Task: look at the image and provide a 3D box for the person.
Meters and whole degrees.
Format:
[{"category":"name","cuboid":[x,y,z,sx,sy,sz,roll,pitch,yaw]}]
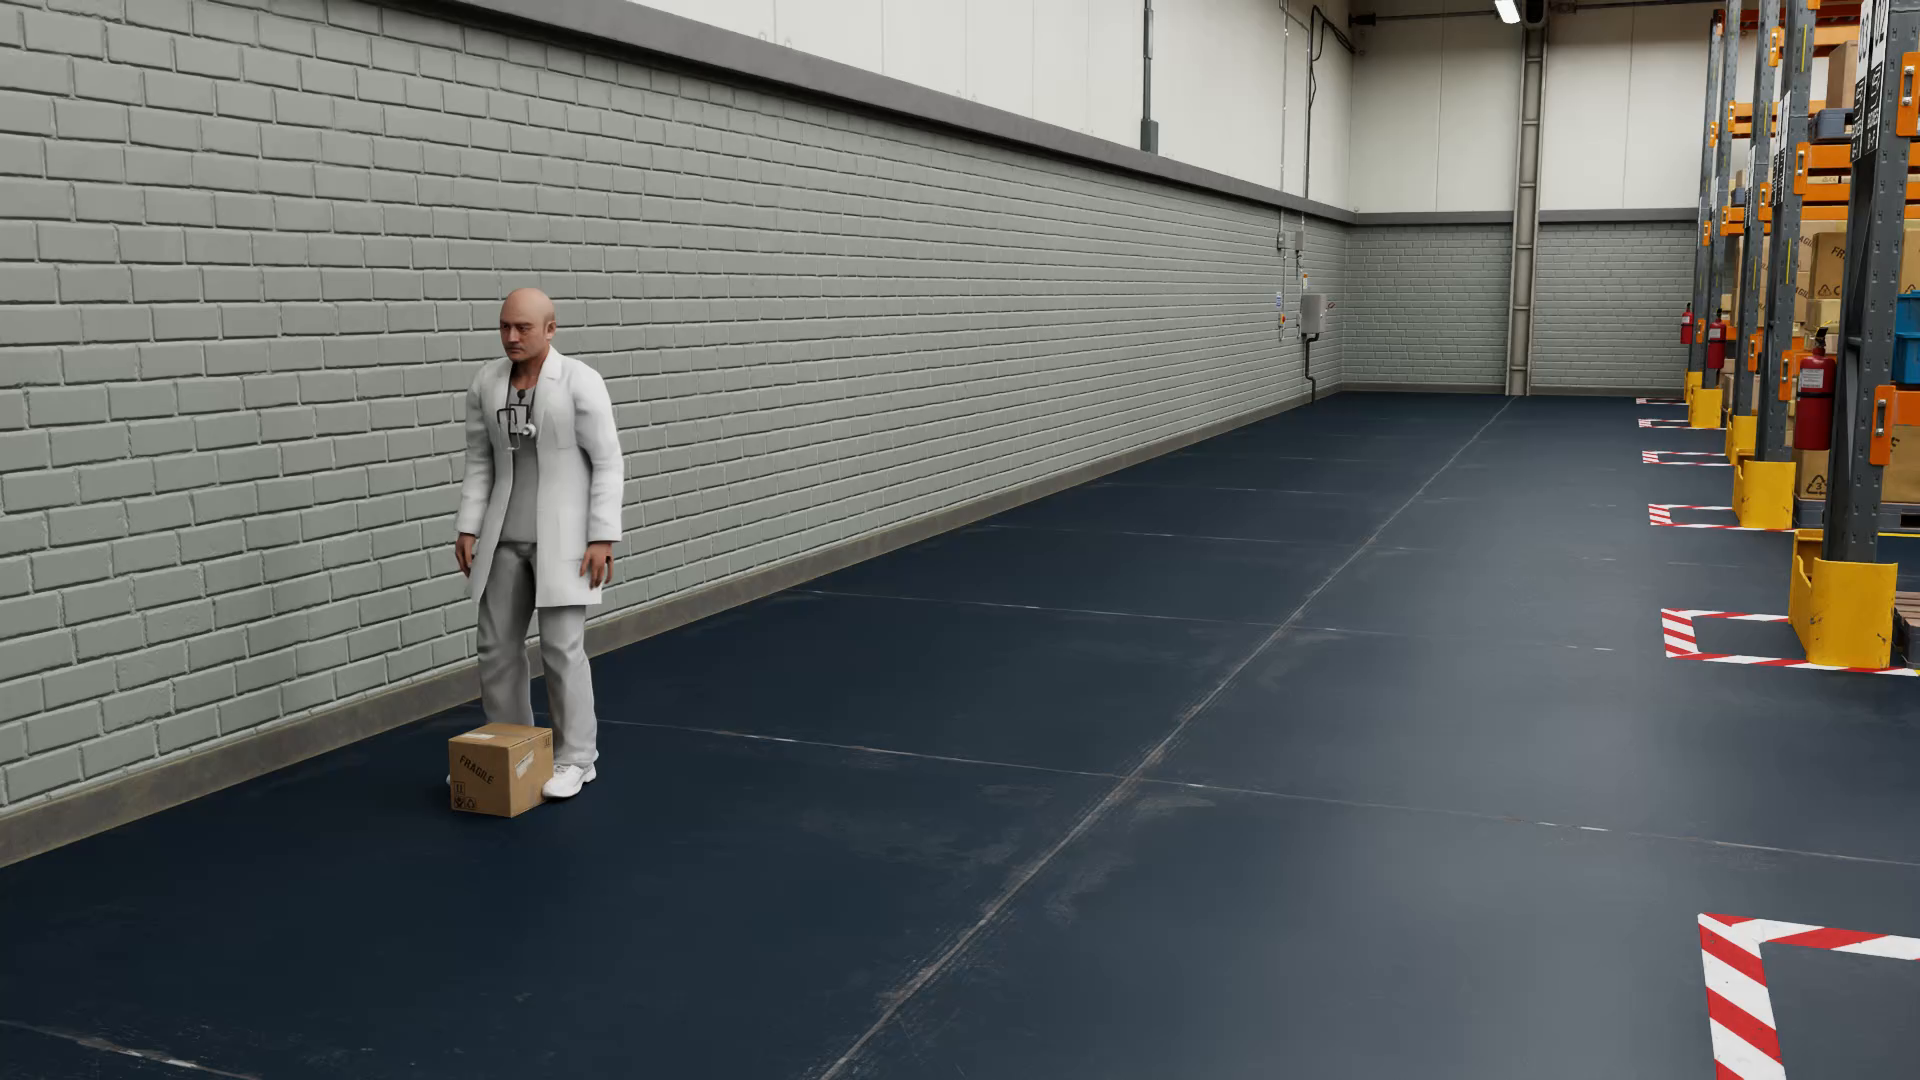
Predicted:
[{"category":"person","cuboid":[-1.491,0.005,5.866,0.649,1.772,0.429,3,9,17]}]
